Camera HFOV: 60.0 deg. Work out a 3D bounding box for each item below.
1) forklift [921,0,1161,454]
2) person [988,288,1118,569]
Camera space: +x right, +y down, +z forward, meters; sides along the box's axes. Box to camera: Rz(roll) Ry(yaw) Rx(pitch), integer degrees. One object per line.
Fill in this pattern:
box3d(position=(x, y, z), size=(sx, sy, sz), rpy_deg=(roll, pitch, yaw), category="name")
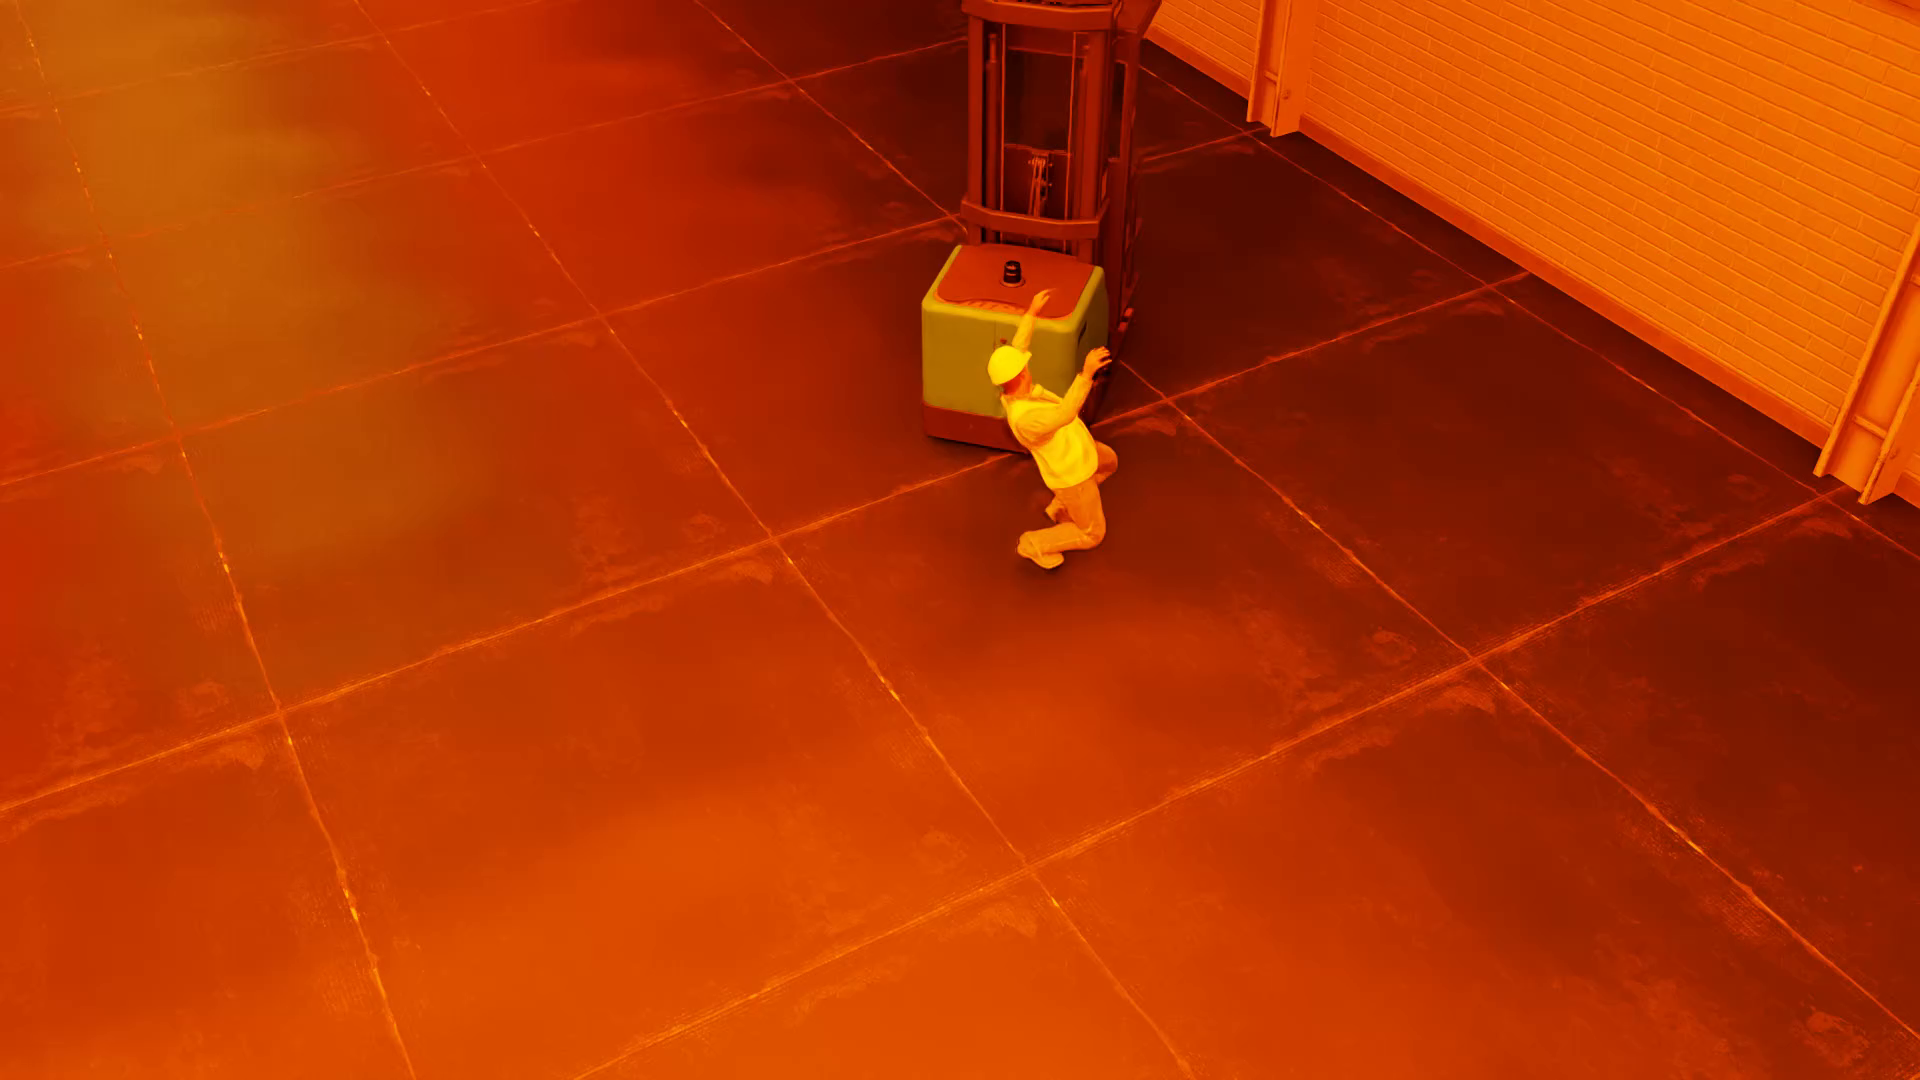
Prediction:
box3d(position=(0.660, -2.607, 11.180), size=(1.130, 2.935, 3.031), rpy_deg=(11, 41, 13), category="forklift")
box3d(position=(0.561, -0.626, 9.838), size=(0.818, 1.630, 1.015), rpy_deg=(-2, 40, -2), category="person")
